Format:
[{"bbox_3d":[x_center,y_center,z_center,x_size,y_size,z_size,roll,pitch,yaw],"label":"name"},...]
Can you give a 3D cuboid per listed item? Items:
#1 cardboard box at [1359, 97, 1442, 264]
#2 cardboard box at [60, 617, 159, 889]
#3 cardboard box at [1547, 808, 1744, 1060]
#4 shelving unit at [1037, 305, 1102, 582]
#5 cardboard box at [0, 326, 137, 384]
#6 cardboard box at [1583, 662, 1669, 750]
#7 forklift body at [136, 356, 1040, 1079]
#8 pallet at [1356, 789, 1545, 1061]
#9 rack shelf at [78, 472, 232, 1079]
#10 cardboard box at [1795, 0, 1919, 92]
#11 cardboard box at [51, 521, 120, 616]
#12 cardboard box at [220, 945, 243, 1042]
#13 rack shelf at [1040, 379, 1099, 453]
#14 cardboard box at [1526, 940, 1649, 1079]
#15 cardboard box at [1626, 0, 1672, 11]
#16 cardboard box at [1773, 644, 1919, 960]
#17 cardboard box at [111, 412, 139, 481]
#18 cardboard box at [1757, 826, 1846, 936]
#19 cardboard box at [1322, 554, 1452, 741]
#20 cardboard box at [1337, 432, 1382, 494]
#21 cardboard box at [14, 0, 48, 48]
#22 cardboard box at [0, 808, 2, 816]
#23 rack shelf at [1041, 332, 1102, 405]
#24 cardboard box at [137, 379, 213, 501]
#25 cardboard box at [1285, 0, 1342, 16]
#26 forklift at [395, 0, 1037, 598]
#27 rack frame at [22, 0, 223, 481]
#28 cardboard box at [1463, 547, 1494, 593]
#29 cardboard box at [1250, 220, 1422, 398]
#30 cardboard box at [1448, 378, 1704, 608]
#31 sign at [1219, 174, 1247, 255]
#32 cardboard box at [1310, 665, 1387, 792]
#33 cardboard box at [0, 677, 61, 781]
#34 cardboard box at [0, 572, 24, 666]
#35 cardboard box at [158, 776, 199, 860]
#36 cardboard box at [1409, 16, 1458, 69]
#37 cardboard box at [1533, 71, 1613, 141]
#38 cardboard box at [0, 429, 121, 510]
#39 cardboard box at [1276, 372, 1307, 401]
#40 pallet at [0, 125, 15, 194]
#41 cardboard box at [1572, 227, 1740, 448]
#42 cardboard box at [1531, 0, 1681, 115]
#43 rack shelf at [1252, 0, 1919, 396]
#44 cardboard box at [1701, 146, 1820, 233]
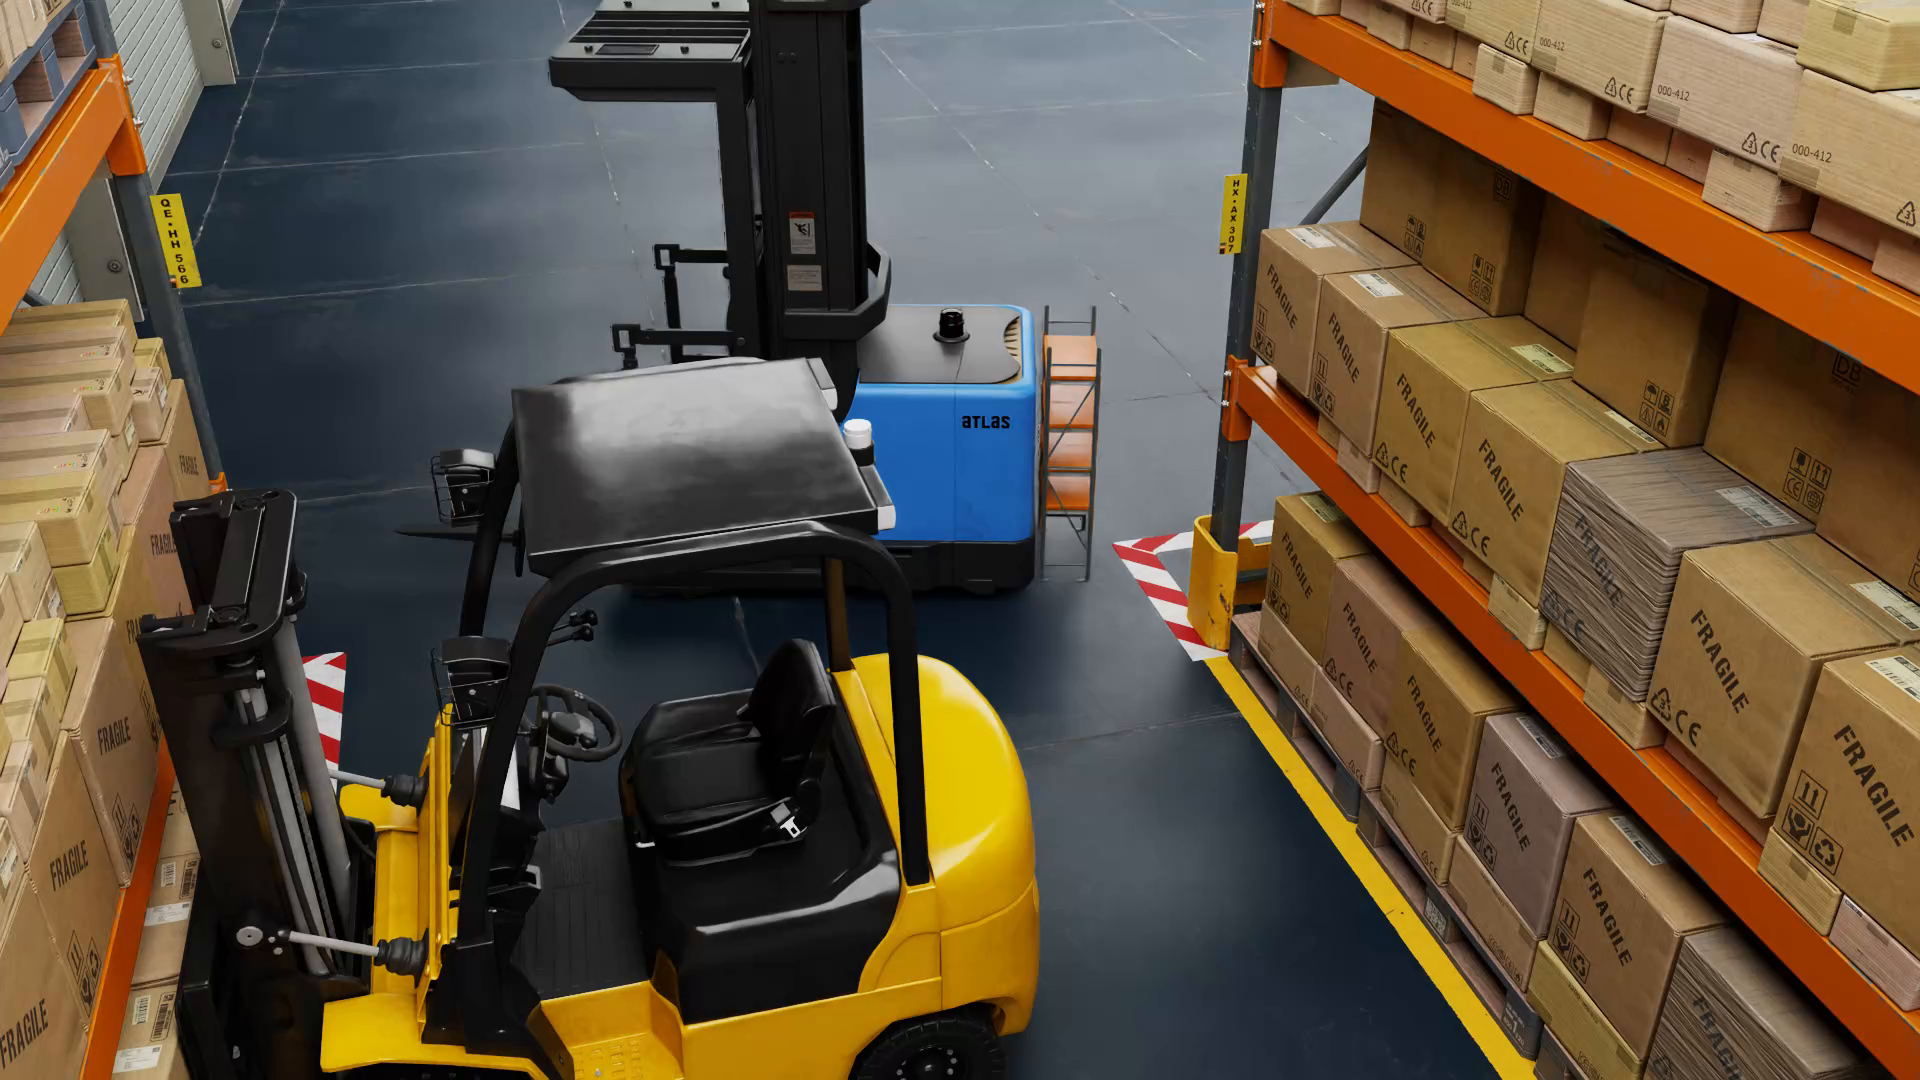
[{"bbox_3d":[1.962,-1.384,6.251,0.700,0.500,0.500,-9,31,-14],"label":"cardboard box"},{"bbox_3d":[-2.376,0.565,4.179,0.500,0.500,0.500,-8,31,-13],"label":"cardboard box"},{"bbox_3d":[2.125,1.124,4.891,0.500,0.500,0.500,-7,31,-12],"label":"cardboard box"},{"bbox_3d":[0.506,-0.448,7.825,0.258,1.200,0.503,1,30,1],"label":"shelving unit"},{"bbox_3d":[-2.775,-0.527,5.123,0.380,0.149,0.250,-8,31,-13],"label":"cardboard box"},{"bbox_3d":[2.026,0.439,4.748,0.380,0.149,0.250,-8,31,-14],"label":"cardboard box"},{"bbox_3d":[-0.906,0.706,4.883,2.313,2.155,1.214,-8,31,-13],"label":"forklift body"},{"bbox_3d":[2.138,1.232,5.910,1.003,0.211,1.213,-8,31,-13],"label":"pallet"},{"bbox_3d":[-2.638,0.943,4.345,1.077,0.370,4.000,-8,31,-13],"label":"rack shelf"},{"bbox_3d":[2.062,-1.084,3.589,0.380,0.149,0.250,-7,31,-12],"label":"cardboard box"},{"bbox_3d":[-2.442,0.088,4.357,0.380,0.149,0.250,-8,31,-13],"label":"cardboard box"},{"bbox_3d":[-2.329,1.383,4.693,0.500,0.250,0.500,-8,31,-13],"label":"cardboard box"},{"bbox_3d":[0.506,-0.583,7.746,0.258,0.148,0.480,1,30,1],"label":"rack shelf"},{"bbox_3d":[2.111,1.438,5.097,0.500,0.250,0.500,-9,31,-15],"label":"cardboard box"},{"bbox_3d":[1.880,-1.459,4.237,0.380,0.149,0.250,-7,31,-13],"label":"cardboard box"},{"bbox_3d":[2.320,0.582,3.854,0.500,0.500,0.500,-9,31,-15],"label":"cardboard box"},{"bbox_3d":[-2.700,-0.276,4.984,0.380,0.149,0.250,-7,31,-12],"label":"cardboard box"},{"bbox_3d":[2.226,0.810,4.107,0.380,0.149,0.250,-7,31,-12],"label":"cardboard box"},{"bbox_3d":[1.713,0.377,6.181,0.500,0.500,0.500,-9,31,-15],"label":"cardboard box"},{"bbox_3d":[1.603,-0.309,6.039,0.380,0.149,0.250,-7,31,-13],"label":"cardboard box"},{"bbox_3d":[-2.656,-1.389,4.394,0.380,0.149,0.250,-9,31,-15],"label":"cardboard box"},{"bbox_3d":[-2.108,0.577,3.215,0.380,0.149,0.250,-7,31,-12],"label":"cardboard box"},{"bbox_3d":[0.508,-0.788,7.628,0.258,0.148,0.480,1,30,1],"label":"rack shelf"},{"bbox_3d":[-2.785,-0.175,5.459,0.500,0.500,0.500,-9,31,-14],"label":"cardboard box"},{"bbox_3d":[1.391,-1.983,5.937,0.380,0.149,0.250,-8,31,-13],"label":"cardboard box"},{"bbox_3d":[-1.156,-1.264,7.507,3.031,2.935,1.130,1,30,1],"label":"forklift"},{"bbox_3d":[-3.169,-0.335,5.834,1.000,3.000,0.127,-8,31,-13],"label":"rack frame"},{"bbox_3d":[1.873,0.063,5.398,0.380,0.149,0.250,-9,31,-15],"label":"cardboard box"},{"bbox_3d":[1.474,-0.903,6.419,0.500,0.500,0.500,-8,31,-14],"label":"cardboard box"},{"bbox_3d":[1.894,-0.163,5.140,0.500,0.500,0.500,-8,31,-14],"label":"cardboard box"},{"bbox_3d":[1.093,-1.299,6.636,0.100,0.325,0.005,-8,31,-13],"label":"sign"},{"bbox_3d":[1.692,0.686,6.397,0.500,0.250,0.500,-7,31,-11],"label":"cardboard box"},{"bbox_3d":[-2.250,0.462,3.710,0.380,0.149,0.250,-9,31,-15],"label":"cardboard box"},{"bbox_3d":[-2.407,0.221,3.829,0.380,0.149,0.250,-8,31,-13],"label":"cardboard box"},{"bbox_3d":[-2.461,0.910,5.011,0.500,0.250,0.500,-7,31,-13],"label":"cardboard box"},{"bbox_3d":[1.674,-1.619,5.309,0.380,0.149,0.250,-8,31,-14],"label":"cardboard box"},{"bbox_3d":[1.847,-1.237,4.649,0.380,0.149,0.250,-9,31,-15],"label":"cardboard box"},{"bbox_3d":[-2.509,-0.163,4.494,0.380,0.149,0.250,-7,31,-12],"label":"cardboard box"},{"bbox_3d":[1.507,-0.696,6.709,0.380,0.149,0.250,-8,31,-13],"label":"cardboard box"},{"bbox_3d":[-2.679,-0.659,3.489,1.003,0.211,1.213,-8,31,-13],"label":"pallet"},{"bbox_3d":[2.322,-0.646,4.977,0.700,0.500,0.500,-8,31,-14],"label":"cardboard box"},{"bbox_3d":[1.895,-1.339,4.428,0.500,0.250,0.500,-7,31,-12],"label":"cardboard box"},{"bbox_3d":[2.147,-1.017,4.737,1.077,0.370,4.000,-8,31,-13],"label":"rack shelf"},{"bbox_3d":[2.040,-0.865,4.006,0.380,0.149,0.250,-7,31,-12],"label":"cardboard box"}]
